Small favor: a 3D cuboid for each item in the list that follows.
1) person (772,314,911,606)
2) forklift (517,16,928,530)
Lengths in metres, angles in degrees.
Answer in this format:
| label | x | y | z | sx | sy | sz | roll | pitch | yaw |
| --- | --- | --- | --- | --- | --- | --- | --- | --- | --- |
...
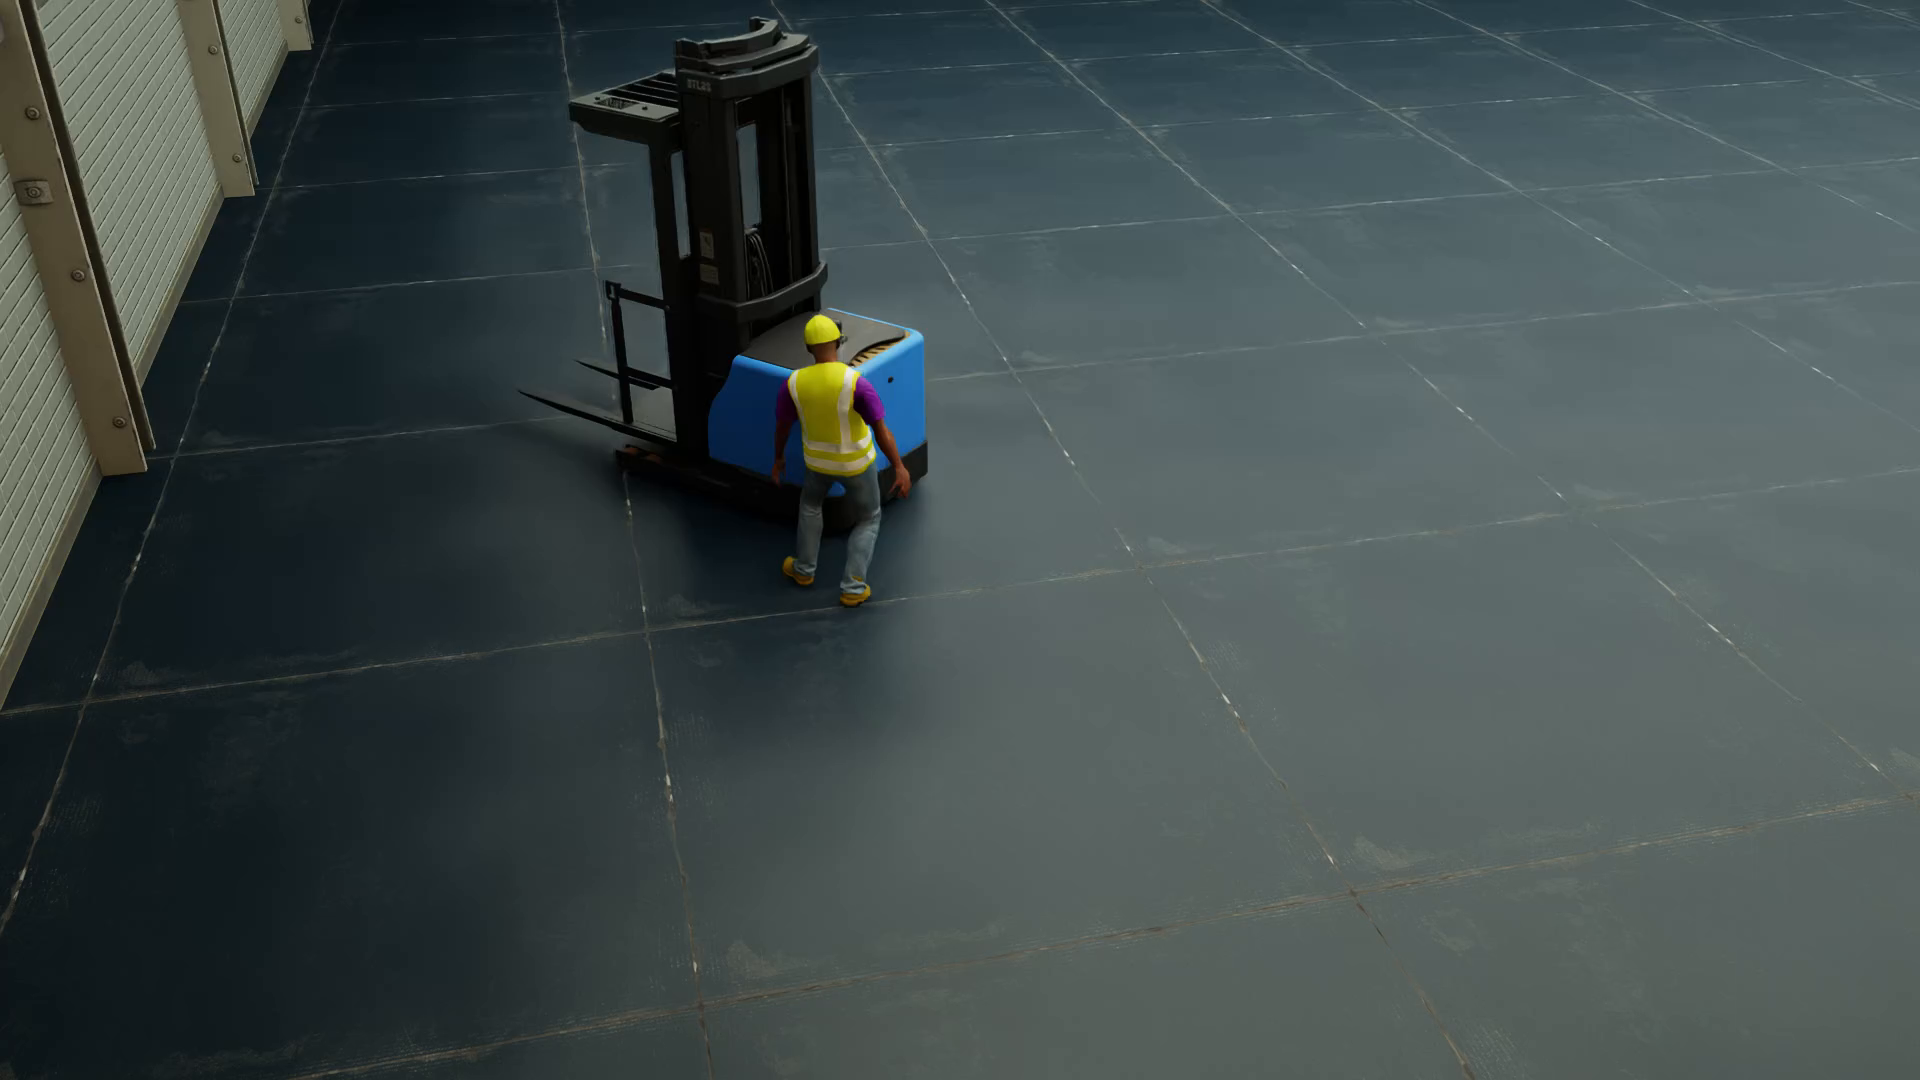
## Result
| label | x | y | z | sx | sy | sz | roll | pitch | yaw |
| --- | --- | --- | --- | --- | --- | --- | --- | --- | --- |
| person | -0.690 | -0.441 | 9.606 | 0.912 | 1.720 | 0.504 | 12 | 32 | 20 |
| forklift | -1.729 | -1.881 | 10.823 | 3.031 | 2.935 | 1.130 | 18 | 35 | 28 |
